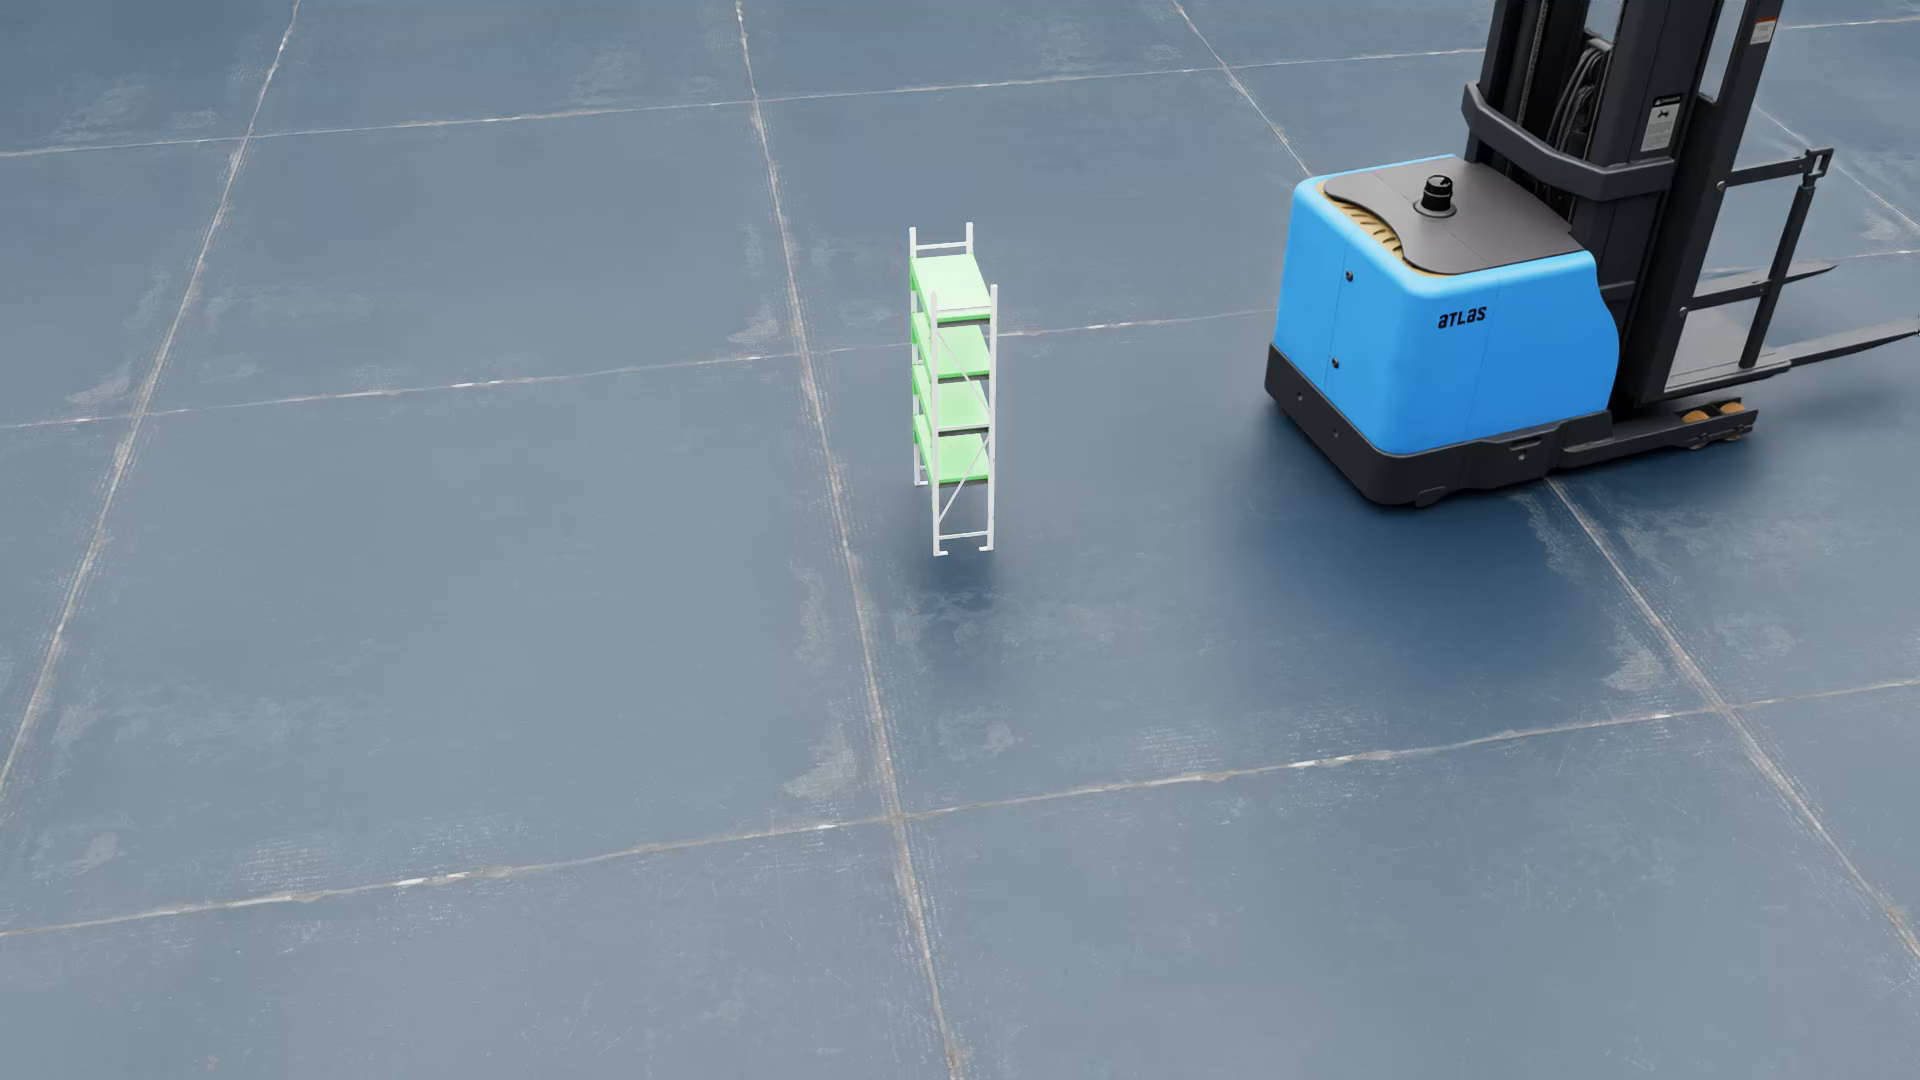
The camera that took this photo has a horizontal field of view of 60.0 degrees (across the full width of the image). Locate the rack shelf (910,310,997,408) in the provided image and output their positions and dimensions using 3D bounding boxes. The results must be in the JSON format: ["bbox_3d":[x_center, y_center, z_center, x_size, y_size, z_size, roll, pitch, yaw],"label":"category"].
[{"bbox_3d":[-0.029,-0.713,6.403,0.258,0.148,0.480,-6,38,-8],"label":"rack shelf"}]

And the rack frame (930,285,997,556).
[{"bbox_3d":[0.014,-0.426,6.321,0.240,1.200,0.015,-6,38,-8],"label":"rack frame"}]

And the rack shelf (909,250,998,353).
[{"bbox_3d":[-0.029,-0.902,6.255,0.258,0.148,0.480,-6,38,-8],"label":"rack shelf"}]

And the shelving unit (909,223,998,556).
[{"bbox_3d":[-0.029,-0.574,6.511,0.258,1.200,0.503,-6,38,-8],"label":"shelving unit"}]

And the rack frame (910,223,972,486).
[{"bbox_3d":[-0.072,-0.721,6.700,0.240,1.200,0.015,-6,38,-8],"label":"rack frame"}]

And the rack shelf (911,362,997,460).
[{"bbox_3d":[-0.029,-0.523,6.550,0.258,0.148,0.480,-6,38,-8],"label":"rack shelf"}]

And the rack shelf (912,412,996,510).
[{"bbox_3d":[-0.029,-0.334,6.697,0.258,0.148,0.480,-6,38,-8],"label":"rack shelf"}]

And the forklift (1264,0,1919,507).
[{"bbox_3d":[2.950,-1.845,6.736,3.031,2.935,1.130,-13,40,-16],"label":"forklift"}]
